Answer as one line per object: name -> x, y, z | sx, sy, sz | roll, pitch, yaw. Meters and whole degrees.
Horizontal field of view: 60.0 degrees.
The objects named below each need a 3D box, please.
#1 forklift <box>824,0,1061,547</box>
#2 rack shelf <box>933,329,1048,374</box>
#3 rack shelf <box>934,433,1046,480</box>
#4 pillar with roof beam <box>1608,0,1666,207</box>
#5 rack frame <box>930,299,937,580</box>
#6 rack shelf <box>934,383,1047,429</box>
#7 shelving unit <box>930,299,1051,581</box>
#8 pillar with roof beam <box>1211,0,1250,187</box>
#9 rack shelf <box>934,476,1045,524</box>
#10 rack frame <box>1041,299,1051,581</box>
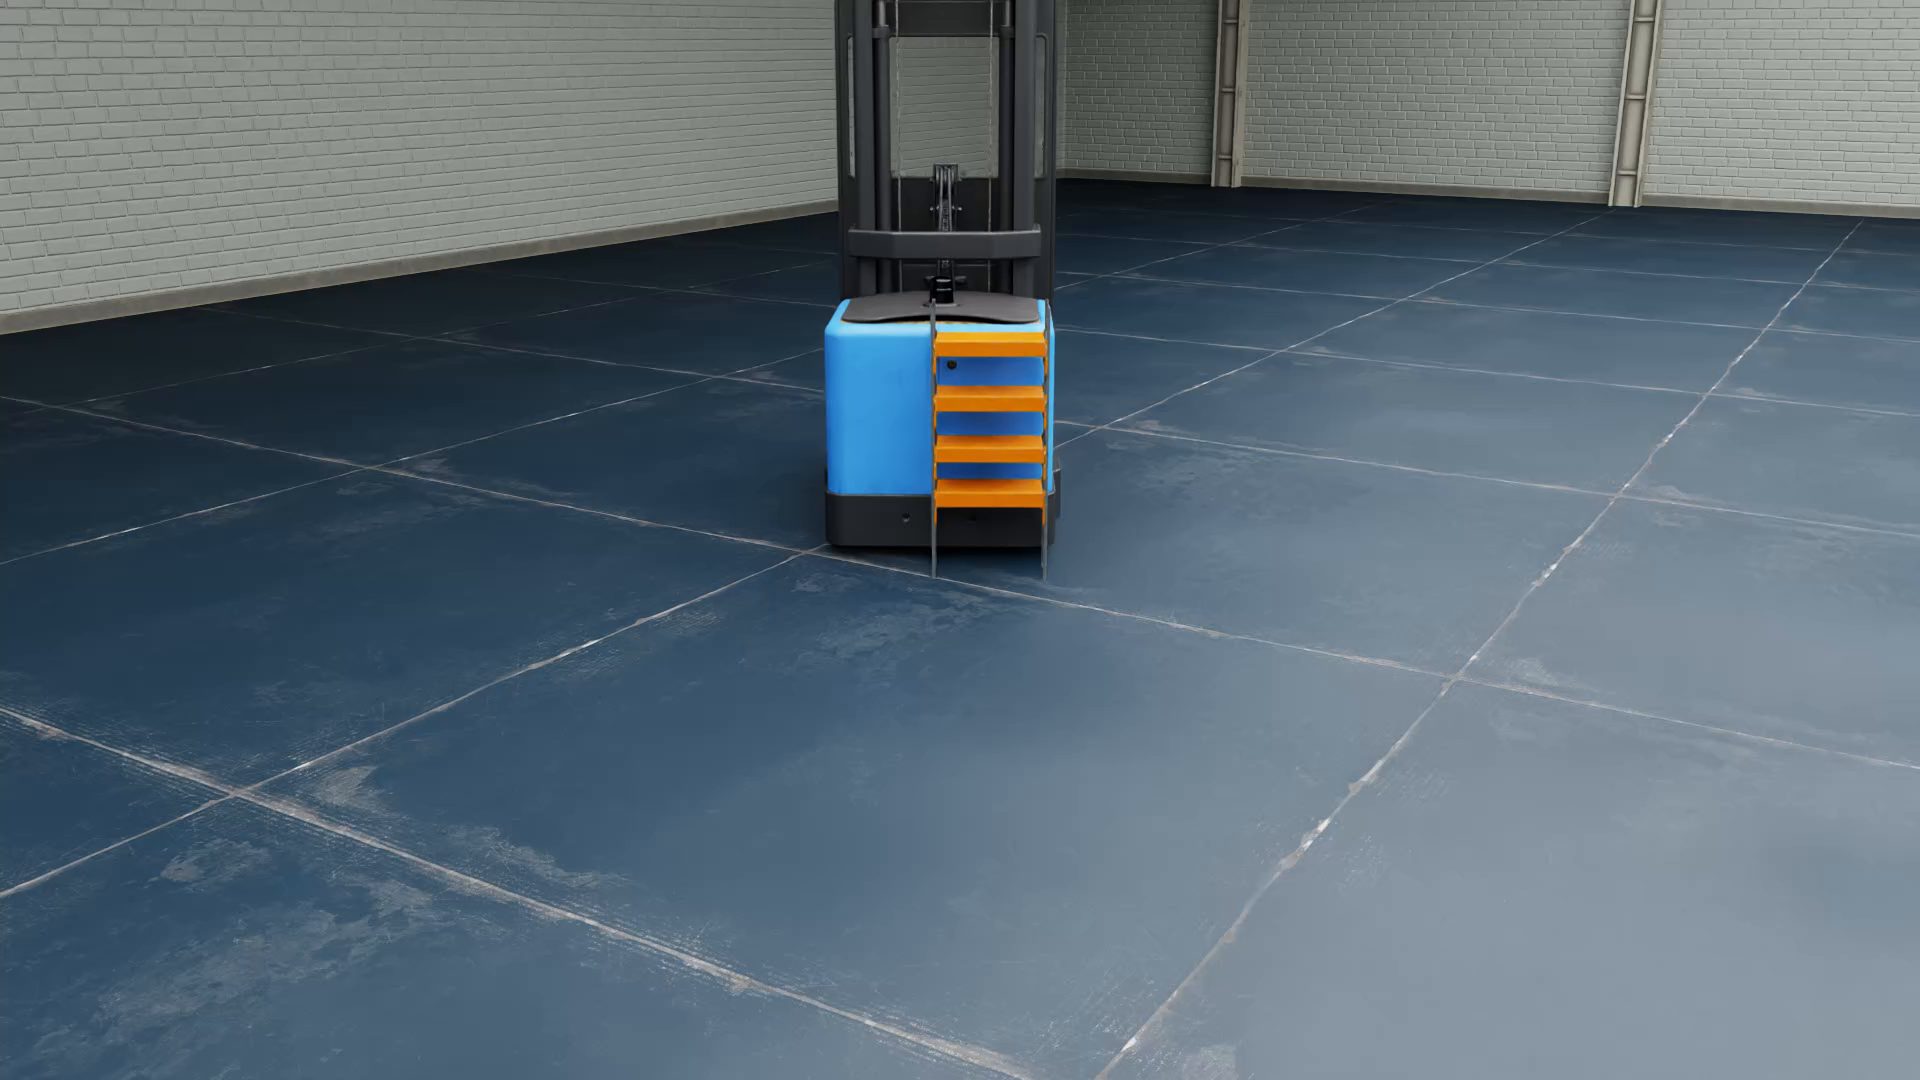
forklift -> -0.060, -1.743, 8.577 | 1.130, 2.935, 3.031 | 0, 17, 1
rack shelf -> 0.129, -0.807, 7.123 | 0.480, 0.148, 0.258 | 0, 17, 1
rack shelf -> 0.129, -0.367, 7.257 | 0.480, 0.148, 0.258 | 0, 17, 1
pillar with roof beam -> 7.073, -7.933, 18.513 | 0.400, 9.000, 9.100 | 10, 20, 30
rack frame -> -0.115, -0.432, 7.240 | 0.015, 1.200, 0.240 | 0, 17, 1
rack shelf -> 0.129, -0.581, 7.192 | 0.480, 0.148, 0.258 | 0, 17, 1
shelving unit -> 0.129, -0.431, 7.237 | 0.503, 1.200, 0.258 | 0, 17, 1
pillar with roof beam -> 1.961, -8.845, 21.517 | 0.400, 9.000, 9.100 | 10, 20, 30
rack shelf -> 0.129, -0.177, 7.315 | 0.480, 0.148, 0.258 | 0, 17, 1
rack frame -> 0.373, -0.431, 7.234 | 0.015, 1.200, 0.240 | 0, 17, 1
